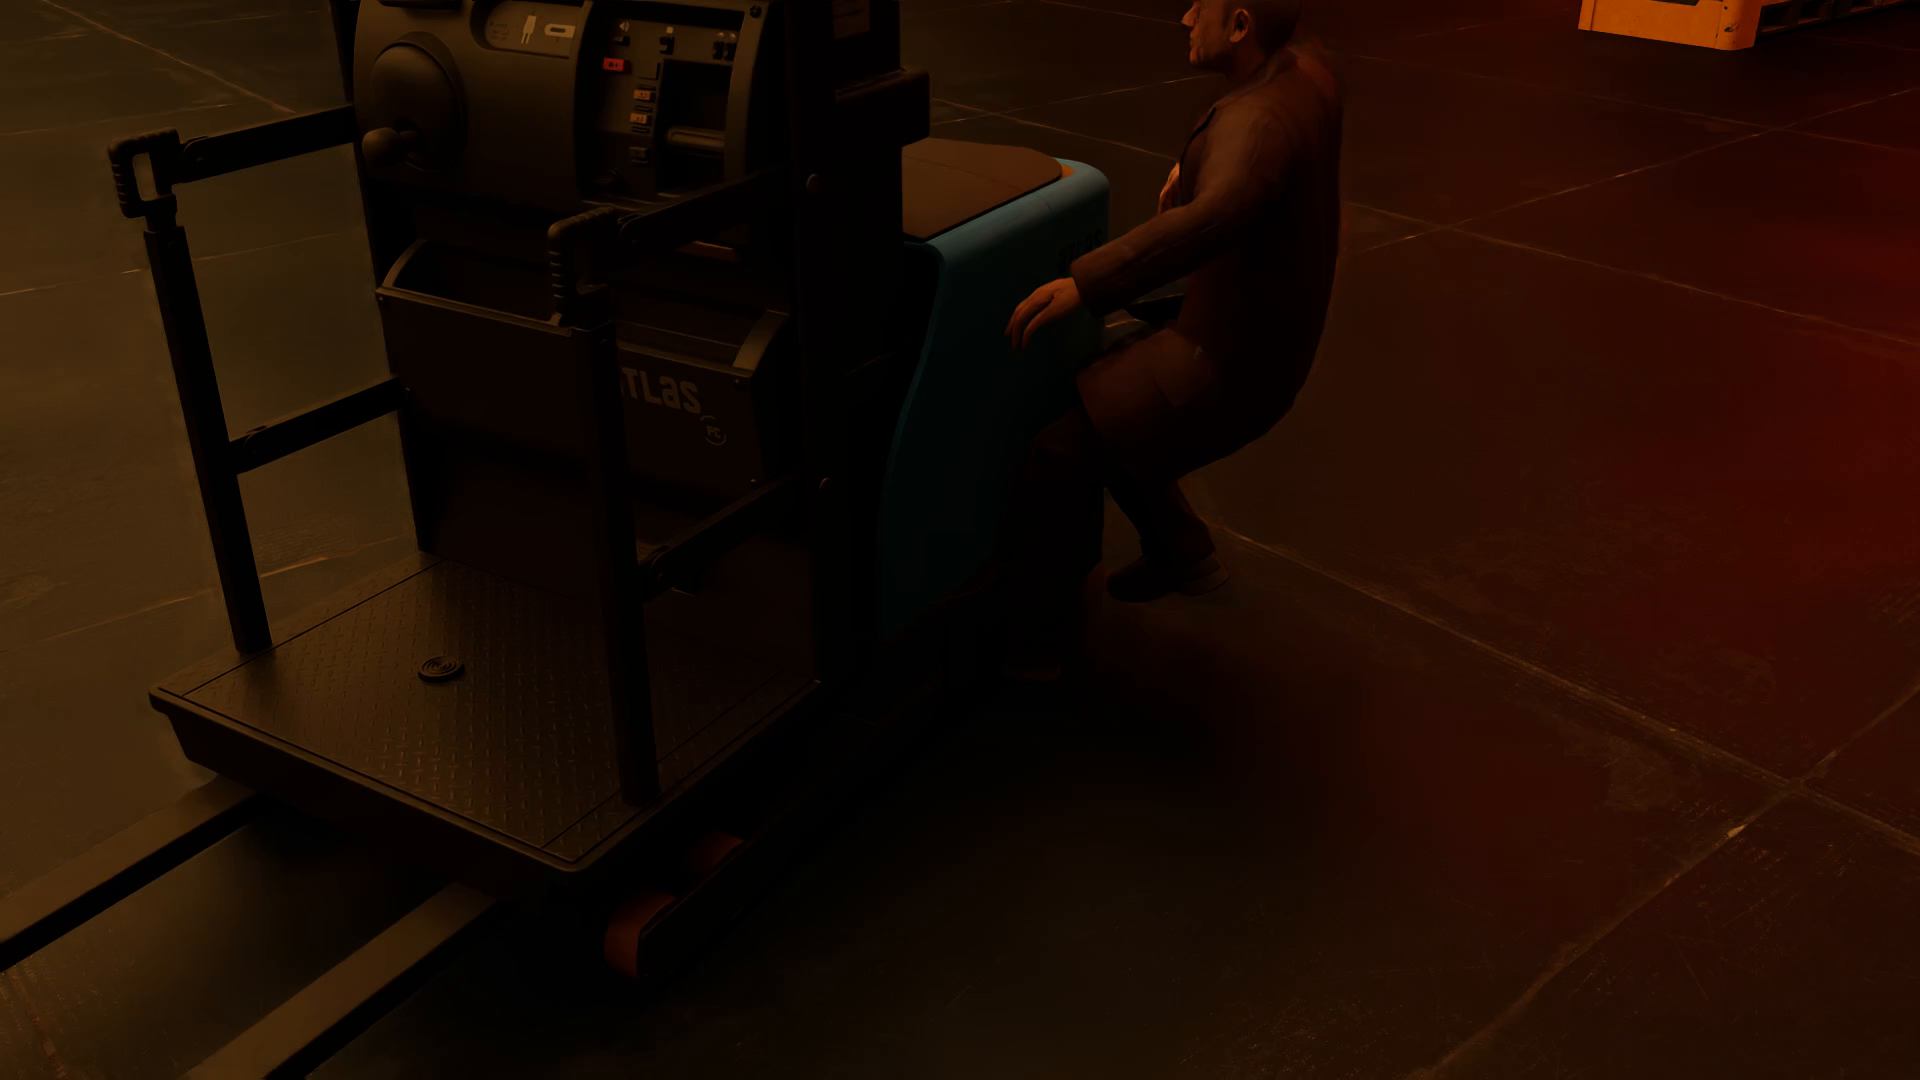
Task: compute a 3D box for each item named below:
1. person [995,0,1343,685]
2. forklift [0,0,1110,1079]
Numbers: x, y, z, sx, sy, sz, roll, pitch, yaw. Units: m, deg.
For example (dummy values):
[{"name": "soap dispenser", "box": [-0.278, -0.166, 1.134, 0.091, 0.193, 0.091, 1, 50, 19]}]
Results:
[{"name": "person", "box": [0.348, -0.449, 3.597, 0.854, 1.612, 1.125, 11, 28, 21]}, {"name": "forklift", "box": [-0.827, -0.768, 2.752, 1.130, 2.935, 3.031, 15, 30, 27]}]
